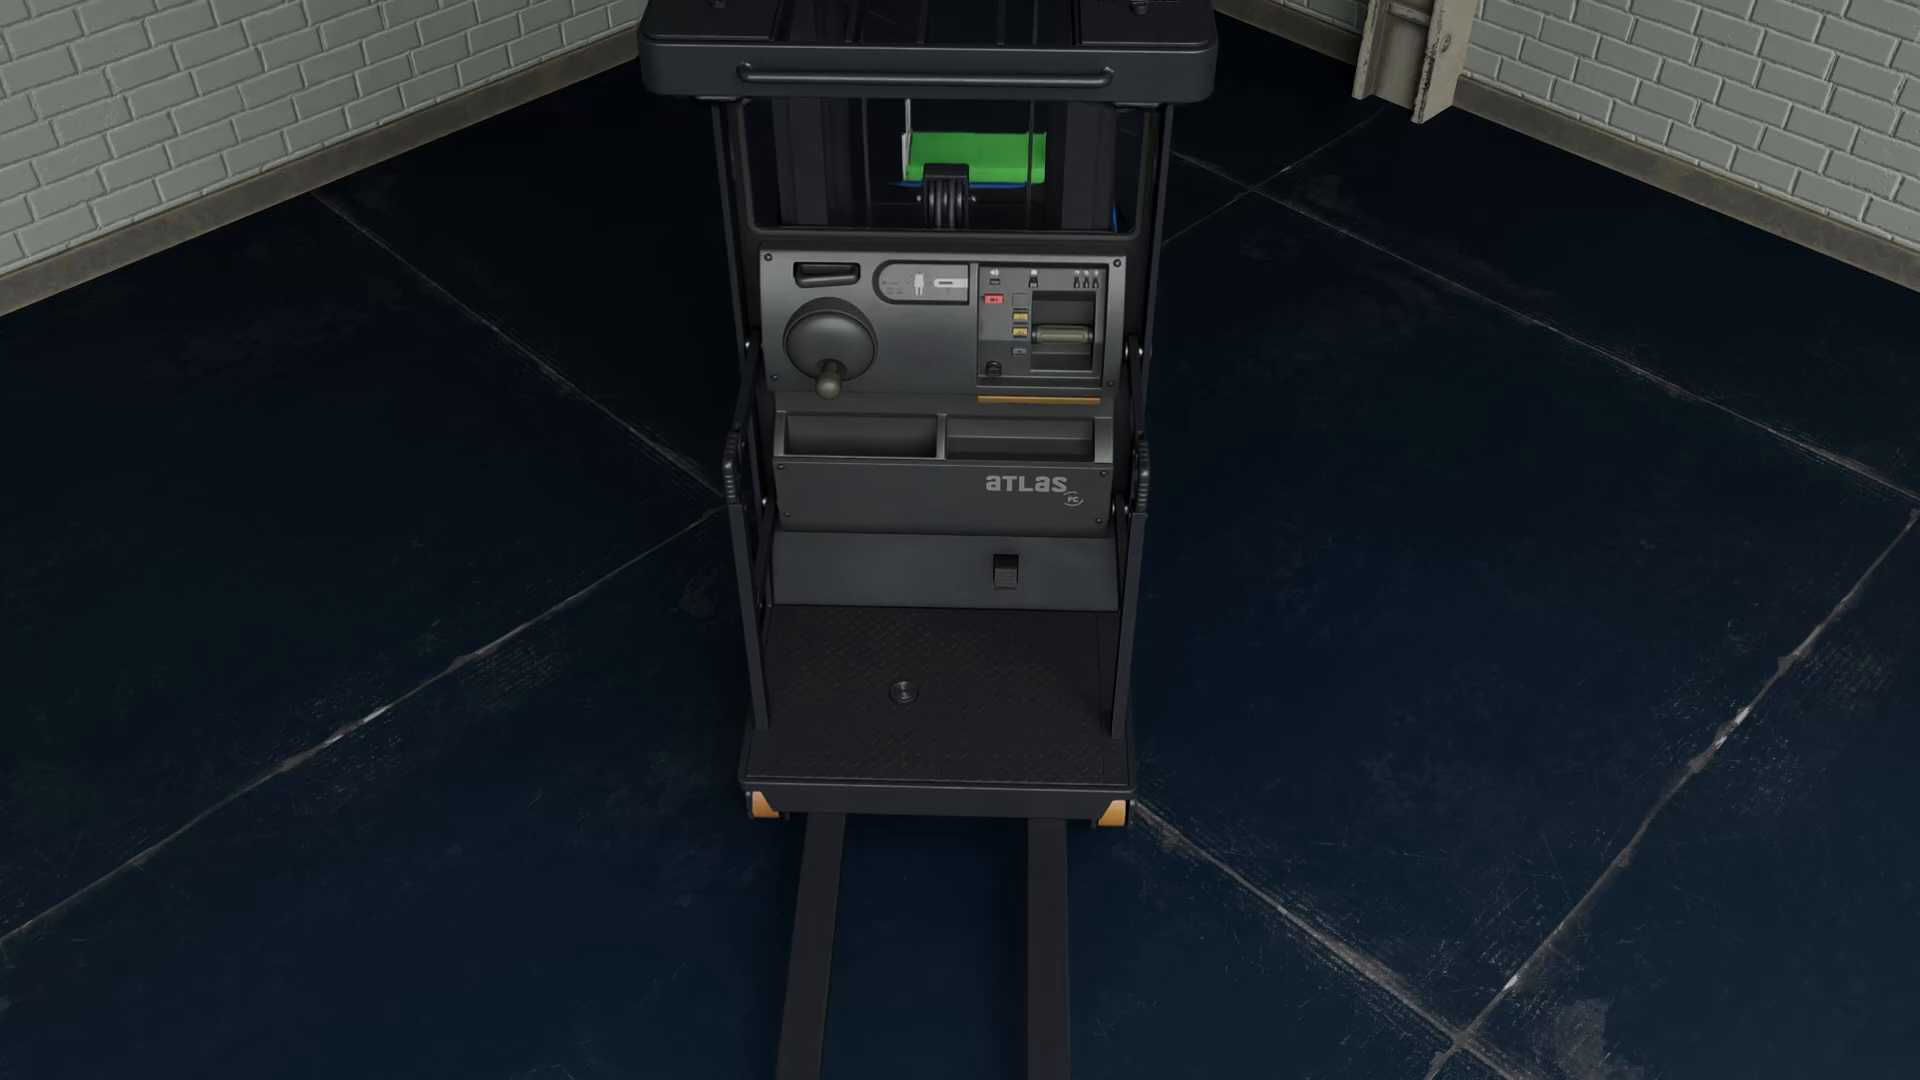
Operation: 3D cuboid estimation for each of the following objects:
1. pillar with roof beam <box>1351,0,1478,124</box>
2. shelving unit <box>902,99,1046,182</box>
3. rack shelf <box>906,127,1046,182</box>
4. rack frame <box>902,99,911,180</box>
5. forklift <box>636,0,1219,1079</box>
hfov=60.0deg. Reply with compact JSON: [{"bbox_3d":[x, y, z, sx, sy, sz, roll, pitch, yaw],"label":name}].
[{"bbox_3d":[-0.900,-3.380,2.777,9.100,9.000,0.400,-34,53,-31],"label":"pillar with roof beam"},{"bbox_3d":[0.066,-0.960,5.904,0.503,1.200,0.258,1,43,1],"label":"shelving unit"},{"bbox_3d":[0.066,-1.266,5.622,0.480,0.148,0.258,1,43,1],"label":"rack shelf"},{"bbox_3d":[-0.178,-0.965,5.910,0.015,1.200,0.240,1,43,1],"label":"rack frame"},{"bbox_3d":[-0.050,-0.468,4.097,1.130,2.935,3.031,1,43,1],"label":"forklift"}]
